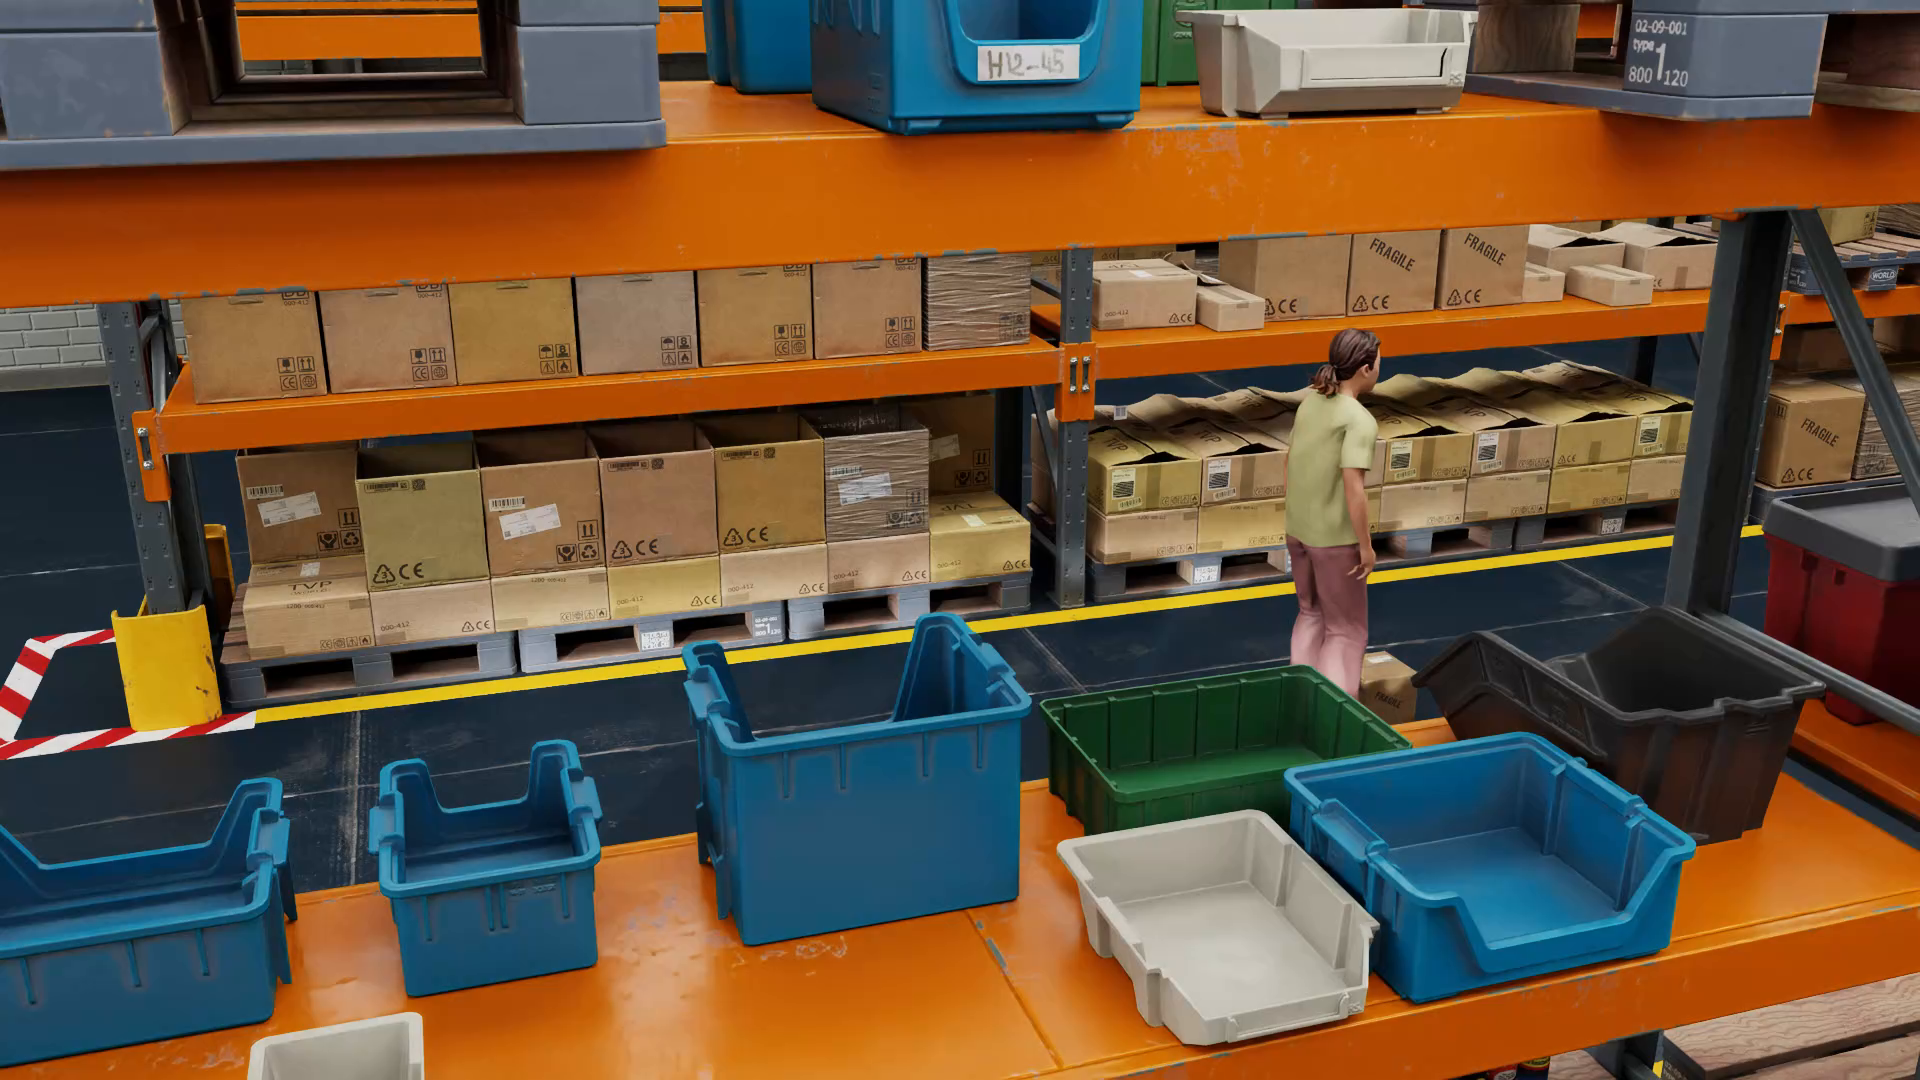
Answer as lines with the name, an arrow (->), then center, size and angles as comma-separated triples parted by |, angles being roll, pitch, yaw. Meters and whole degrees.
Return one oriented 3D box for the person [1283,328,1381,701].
person -> 1.482, -0.008, 6.593 | 0.364, 1.671, 0.521 | -8, 21, -21
